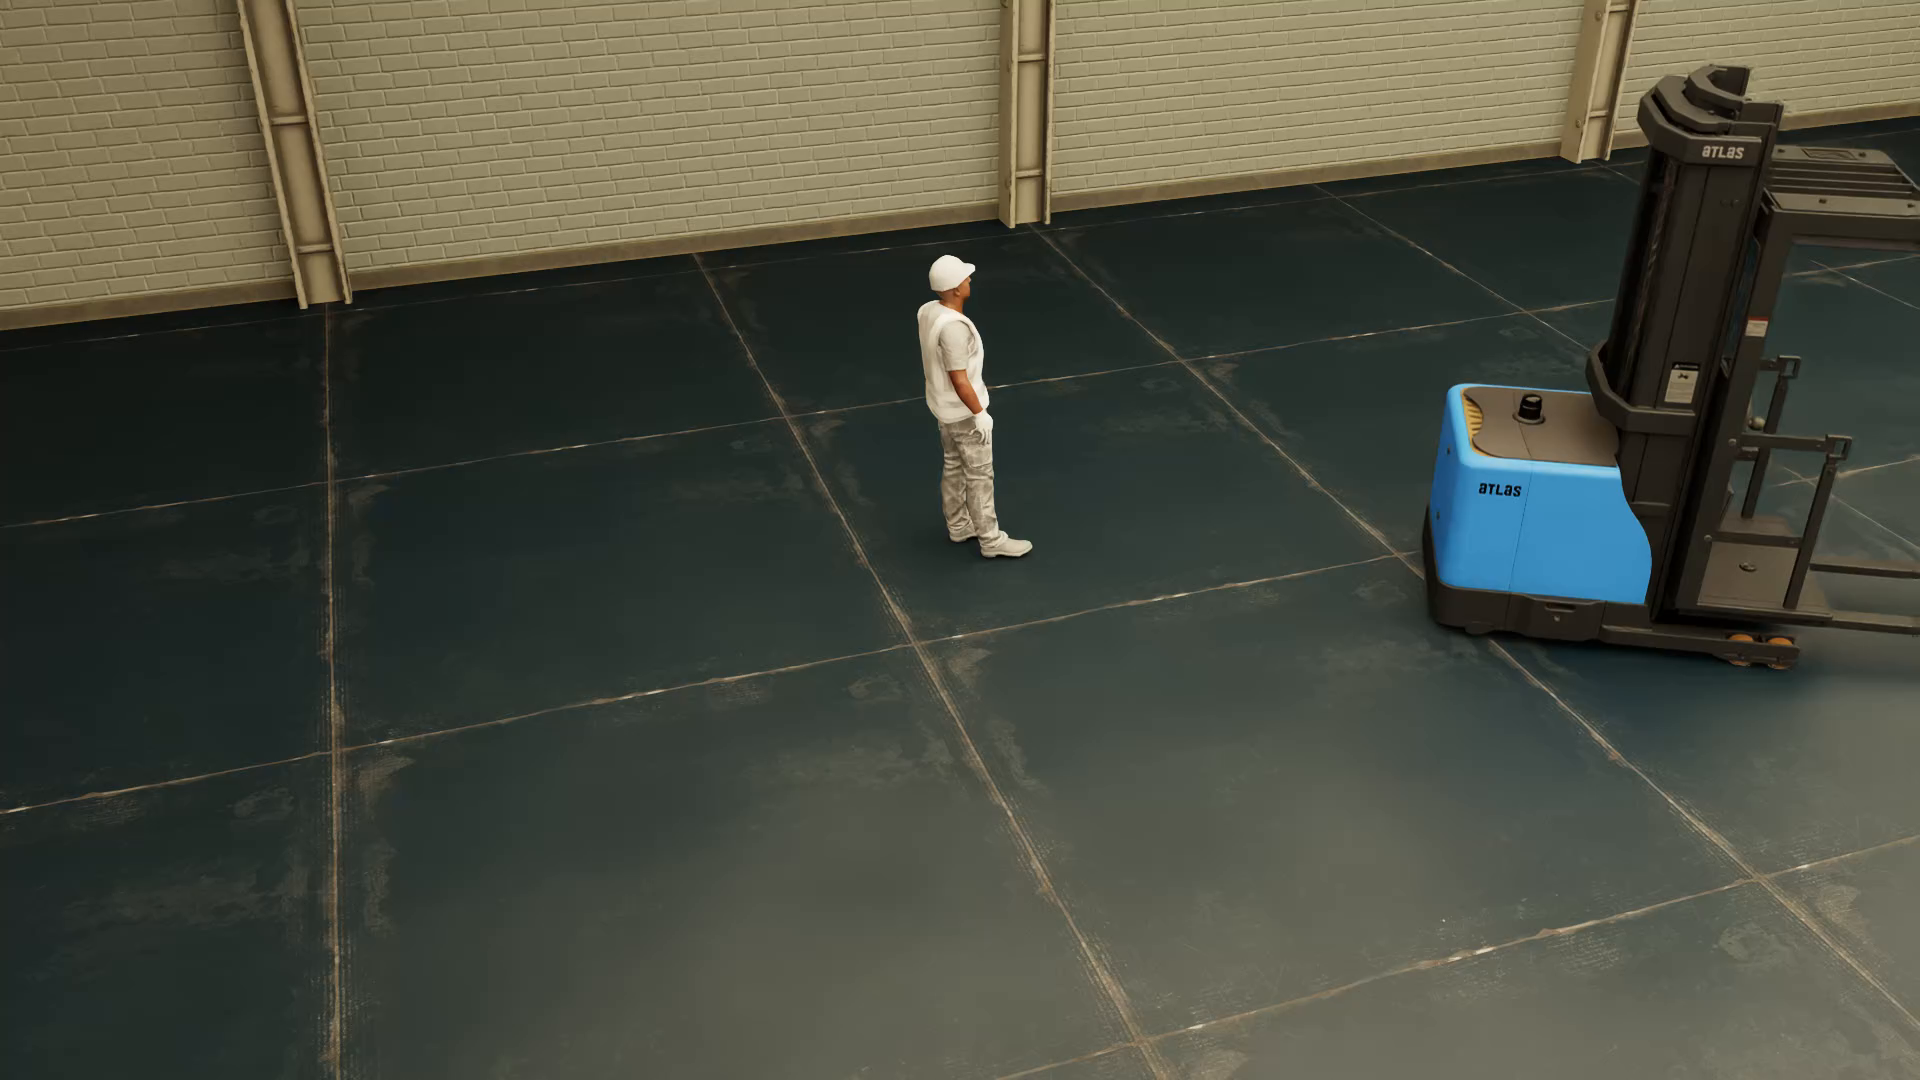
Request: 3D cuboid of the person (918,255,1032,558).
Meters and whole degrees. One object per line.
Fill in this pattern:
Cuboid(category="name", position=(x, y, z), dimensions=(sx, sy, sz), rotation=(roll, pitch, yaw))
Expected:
Cuboid(category="person", position=(0.071, -0.786, 9.590), dimensions=(0.577, 1.782, 0.656), rotation=(-10, 31, -16))

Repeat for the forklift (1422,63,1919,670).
Cuboid(category="forklift", position=(4.160, -0.871, 8.600), dimensions=(3.031, 2.935, 1.130), rotation=(5, 30, 9))
